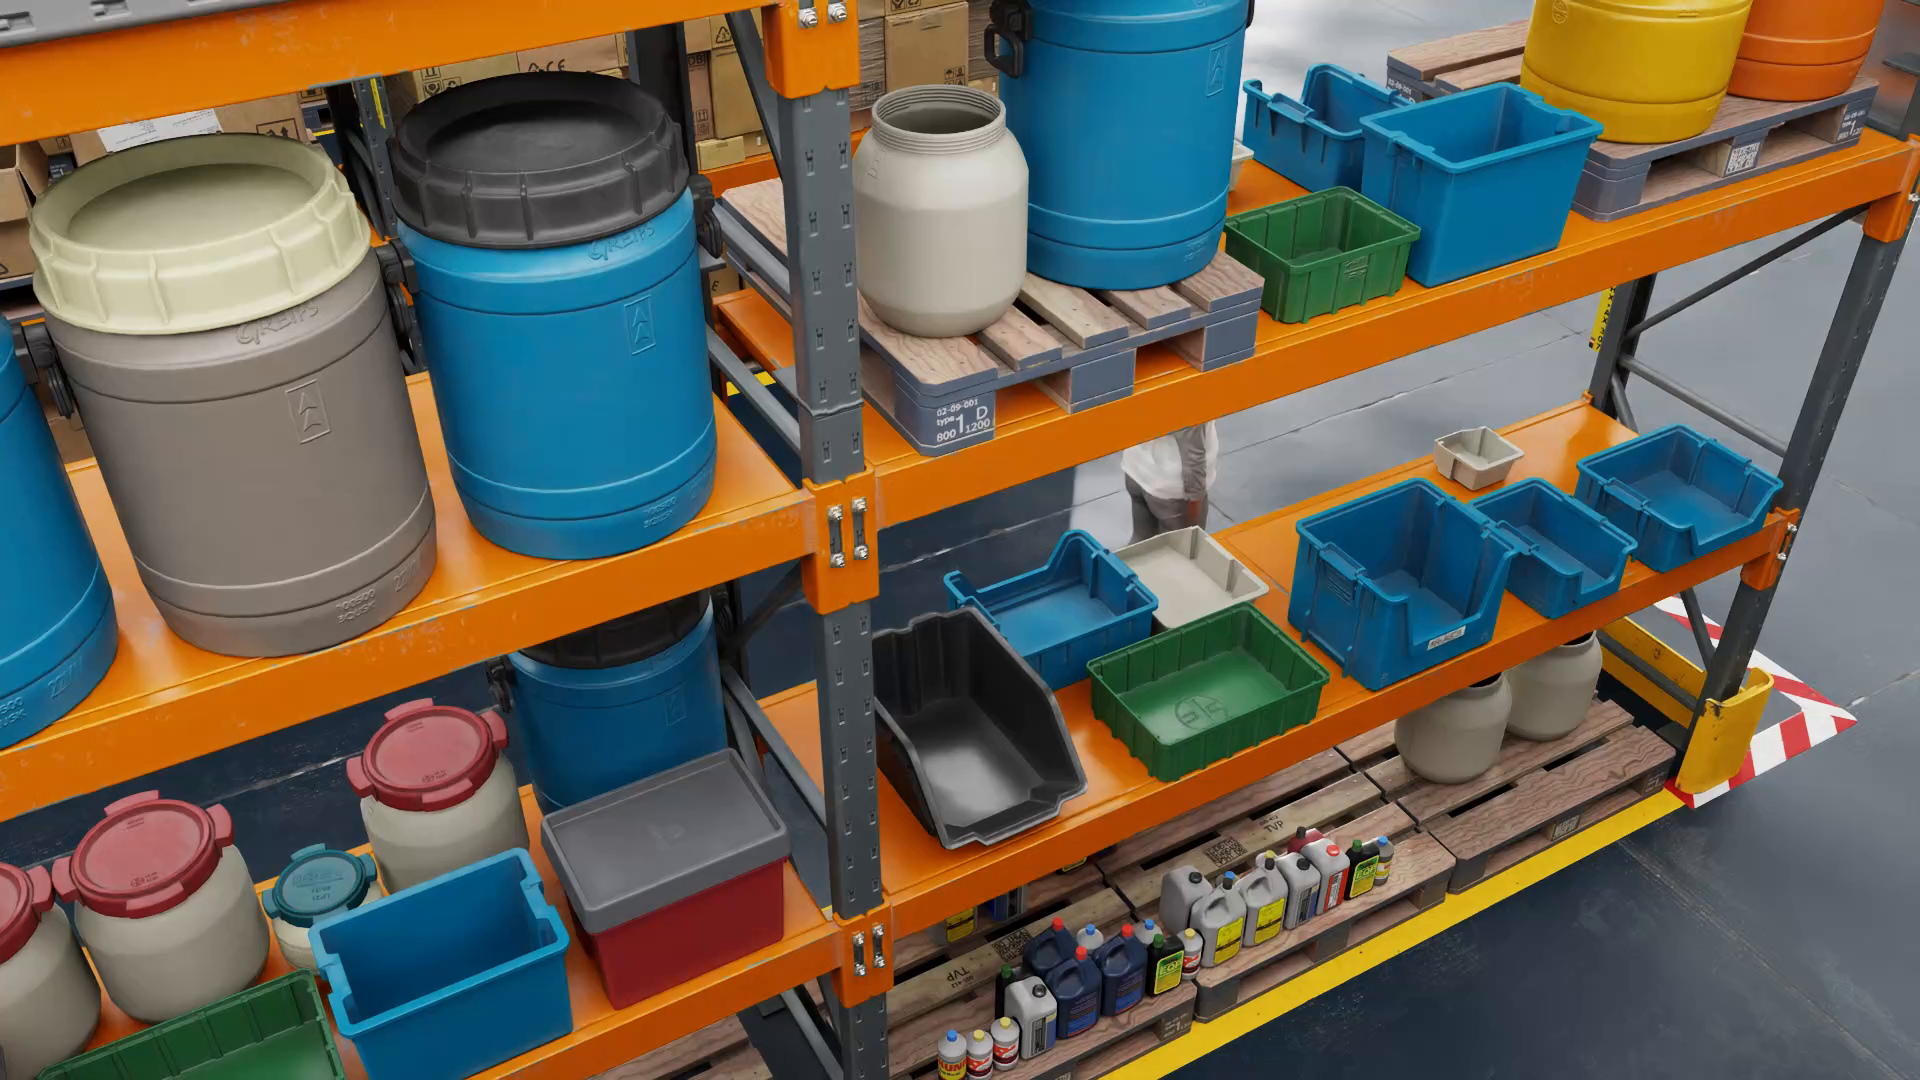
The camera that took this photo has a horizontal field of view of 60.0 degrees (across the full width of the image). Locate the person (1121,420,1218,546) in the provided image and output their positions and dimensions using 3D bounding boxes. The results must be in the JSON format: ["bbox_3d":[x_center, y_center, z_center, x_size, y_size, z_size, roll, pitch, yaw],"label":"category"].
[{"bbox_3d":[0.903,-0.284,7.303,0.359,1.773,0.533,-18,40,-23],"label":"person"}]
